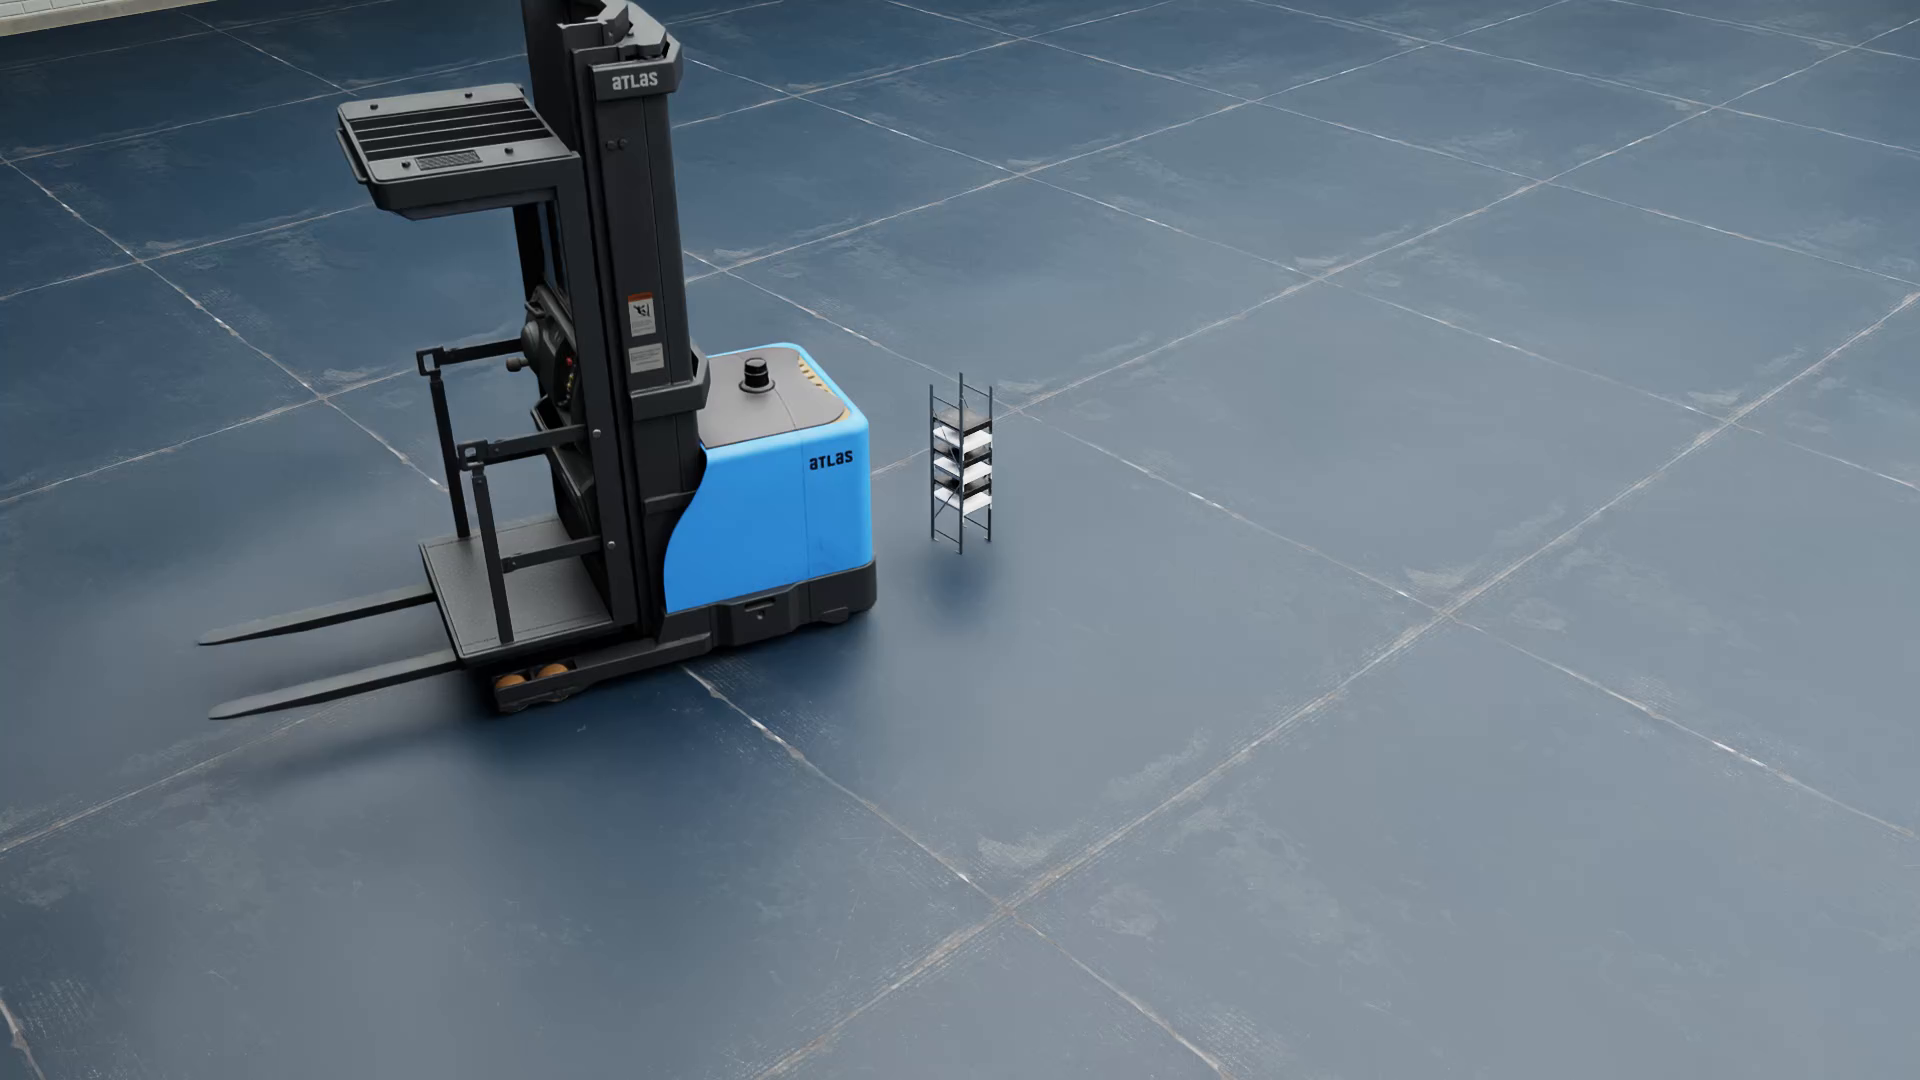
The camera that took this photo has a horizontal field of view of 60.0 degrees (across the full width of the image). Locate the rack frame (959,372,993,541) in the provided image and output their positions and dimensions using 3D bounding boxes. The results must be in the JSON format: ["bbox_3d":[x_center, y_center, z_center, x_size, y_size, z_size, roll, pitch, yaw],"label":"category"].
[{"bbox_3d":[0.081,-0.423,8.579,0.006,0.900,0.240,-26,40,-35],"label":"rack frame"}]

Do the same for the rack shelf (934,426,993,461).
[{"bbox_3d":[0.006,-0.512,8.443,0.200,0.077,0.258,-26,40,-35],"label":"rack shelf"}]

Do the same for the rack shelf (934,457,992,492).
[{"bbox_3d":[0.006,-0.358,8.537,0.200,0.077,0.258,-26,40,-35],"label":"rack shelf"}]

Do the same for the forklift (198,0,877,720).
[{"bbox_3d":[-1.966,-0.790,7.232,3.031,2.935,1.130,-14,34,-21],"label":"forklift"}]

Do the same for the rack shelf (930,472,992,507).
[{"bbox_3d":[0.006,-0.282,8.584,0.200,0.077,0.258,-26,40,-35],"label":"rack shelf"}]

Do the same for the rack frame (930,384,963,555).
[{"bbox_3d":[-0.069,-0.351,8.461,0.006,0.900,0.240,-26,40,-35],"label":"rack frame"}]

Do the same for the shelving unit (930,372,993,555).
[{"bbox_3d":[0.006,-0.387,8.520,0.210,0.900,0.258,-26,40,-35],"label":"shelving unit"}]

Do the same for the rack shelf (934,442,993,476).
[{"bbox_3d":[0.006,-0.435,8.490,0.200,0.077,0.258,-26,40,-35],"label":"rack shelf"}]

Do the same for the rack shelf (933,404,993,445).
[{"bbox_3d":[0.006,-0.589,8.396,0.200,0.077,0.258,-26,40,-35],"label":"rack shelf"}]

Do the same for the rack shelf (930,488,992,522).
[{"bbox_3d":[0.006,-0.205,8.631,0.200,0.077,0.258,-26,40,-35],"label":"rack shelf"}]
